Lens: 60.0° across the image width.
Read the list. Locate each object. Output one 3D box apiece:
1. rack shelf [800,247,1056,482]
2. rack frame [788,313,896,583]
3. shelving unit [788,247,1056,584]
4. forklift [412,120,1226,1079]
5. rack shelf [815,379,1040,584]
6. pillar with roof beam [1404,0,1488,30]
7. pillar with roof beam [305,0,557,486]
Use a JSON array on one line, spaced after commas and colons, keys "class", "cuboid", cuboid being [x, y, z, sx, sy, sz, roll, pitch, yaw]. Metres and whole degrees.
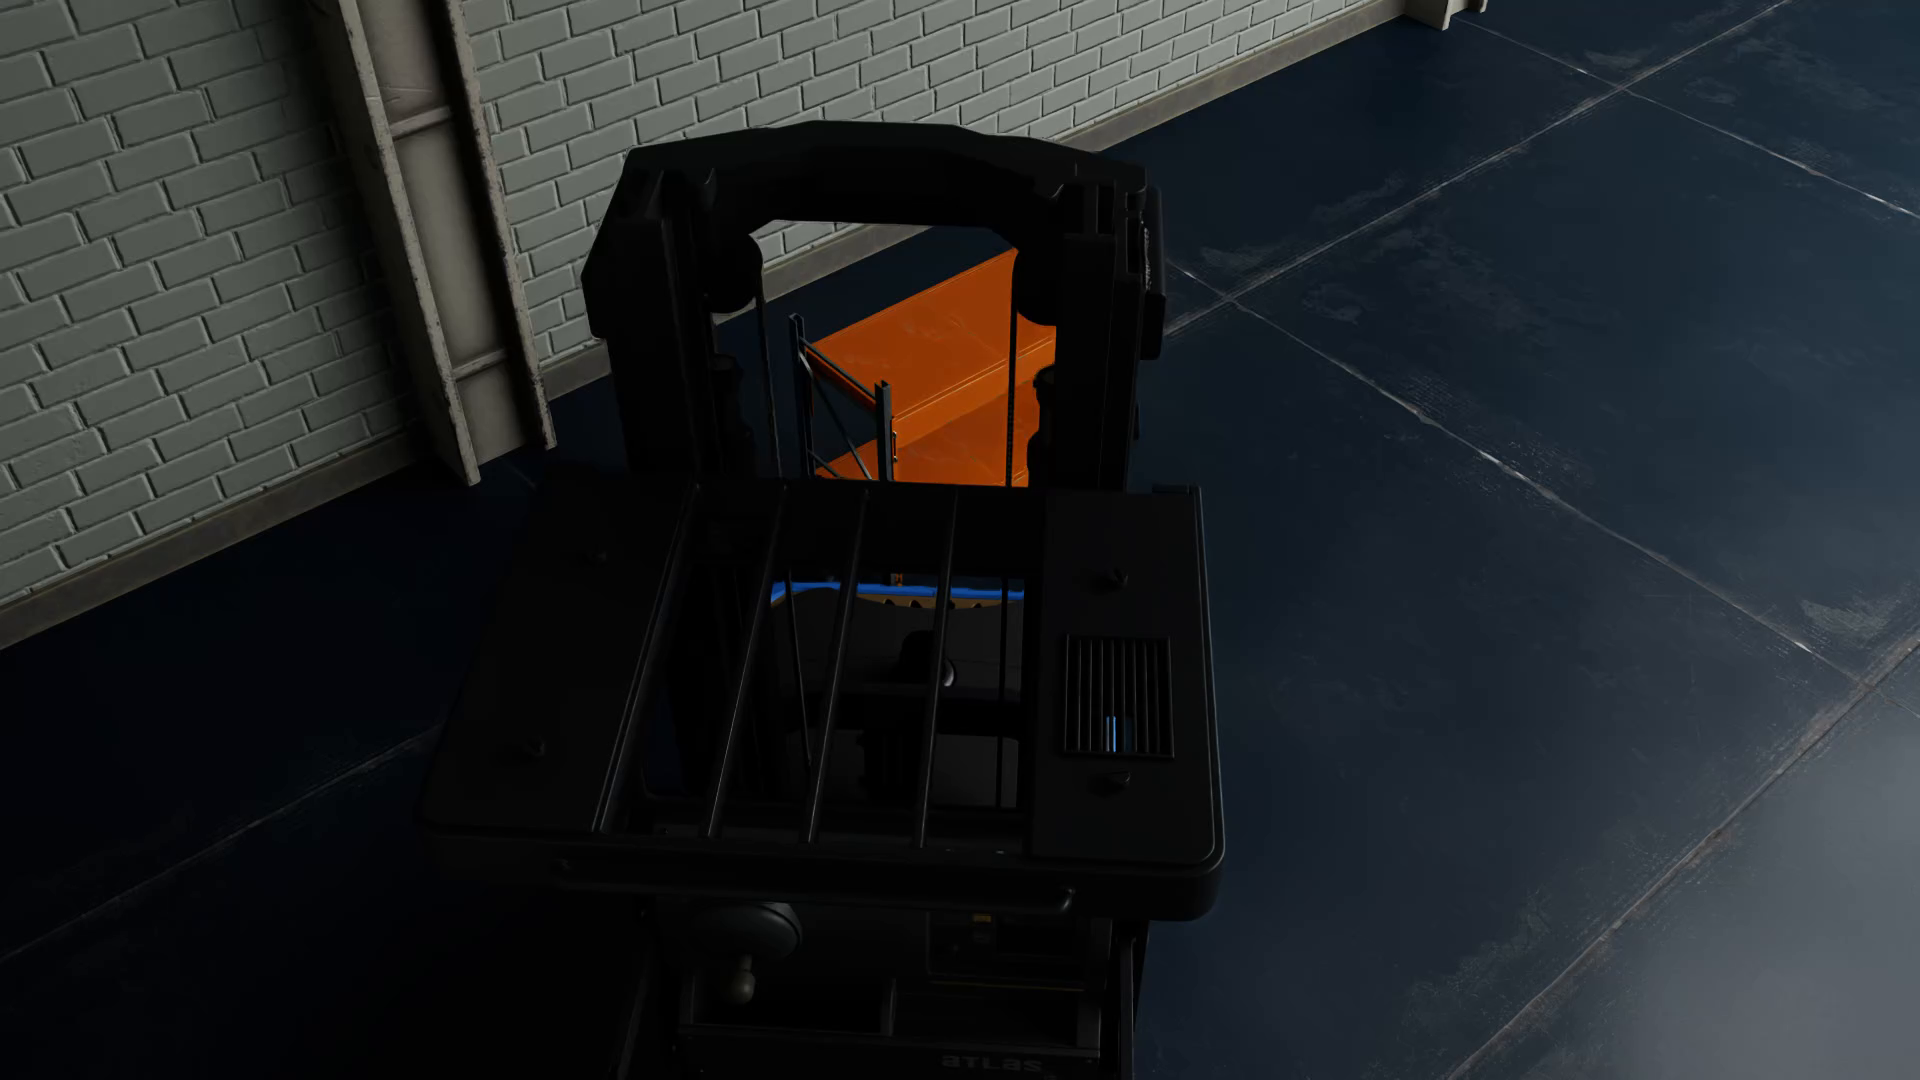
[{"class": "rack shelf", "cuboid": [0.005, -0.626, 5.668, 1.000, 0.278, 0.538, -30, 51, -28]}, {"class": "rack frame", "cuboid": [-0.385, -0.190, 5.630, 0.032, 1.125, 0.500, -30, 51, -28]}, {"class": "shelving unit", "cuboid": [0.005, -0.413, 5.868, 1.048, 1.125, 0.538, -30, 51, -28]}, {"class": "forklift", "cuboid": [-0.167, 0.844, 3.210, 1.130, 2.935, 3.031, 3, 43, 3]}, {"class": "rack shelf", "cuboid": [0.005, -0.235, 6.035, 1.000, 0.278, 0.538, -30, 51, -28]}, {"class": "pillar with roof beam", "cuboid": [5.505, -4.029, 3.966, 0.400, 9.000, 9.100, -30, 51, -28]}, {"class": "pillar with roof beam", "cuboid": [0.902, -1.393, 1.160, 0.400, 9.000, 9.100, -30, 51, -28]}]
